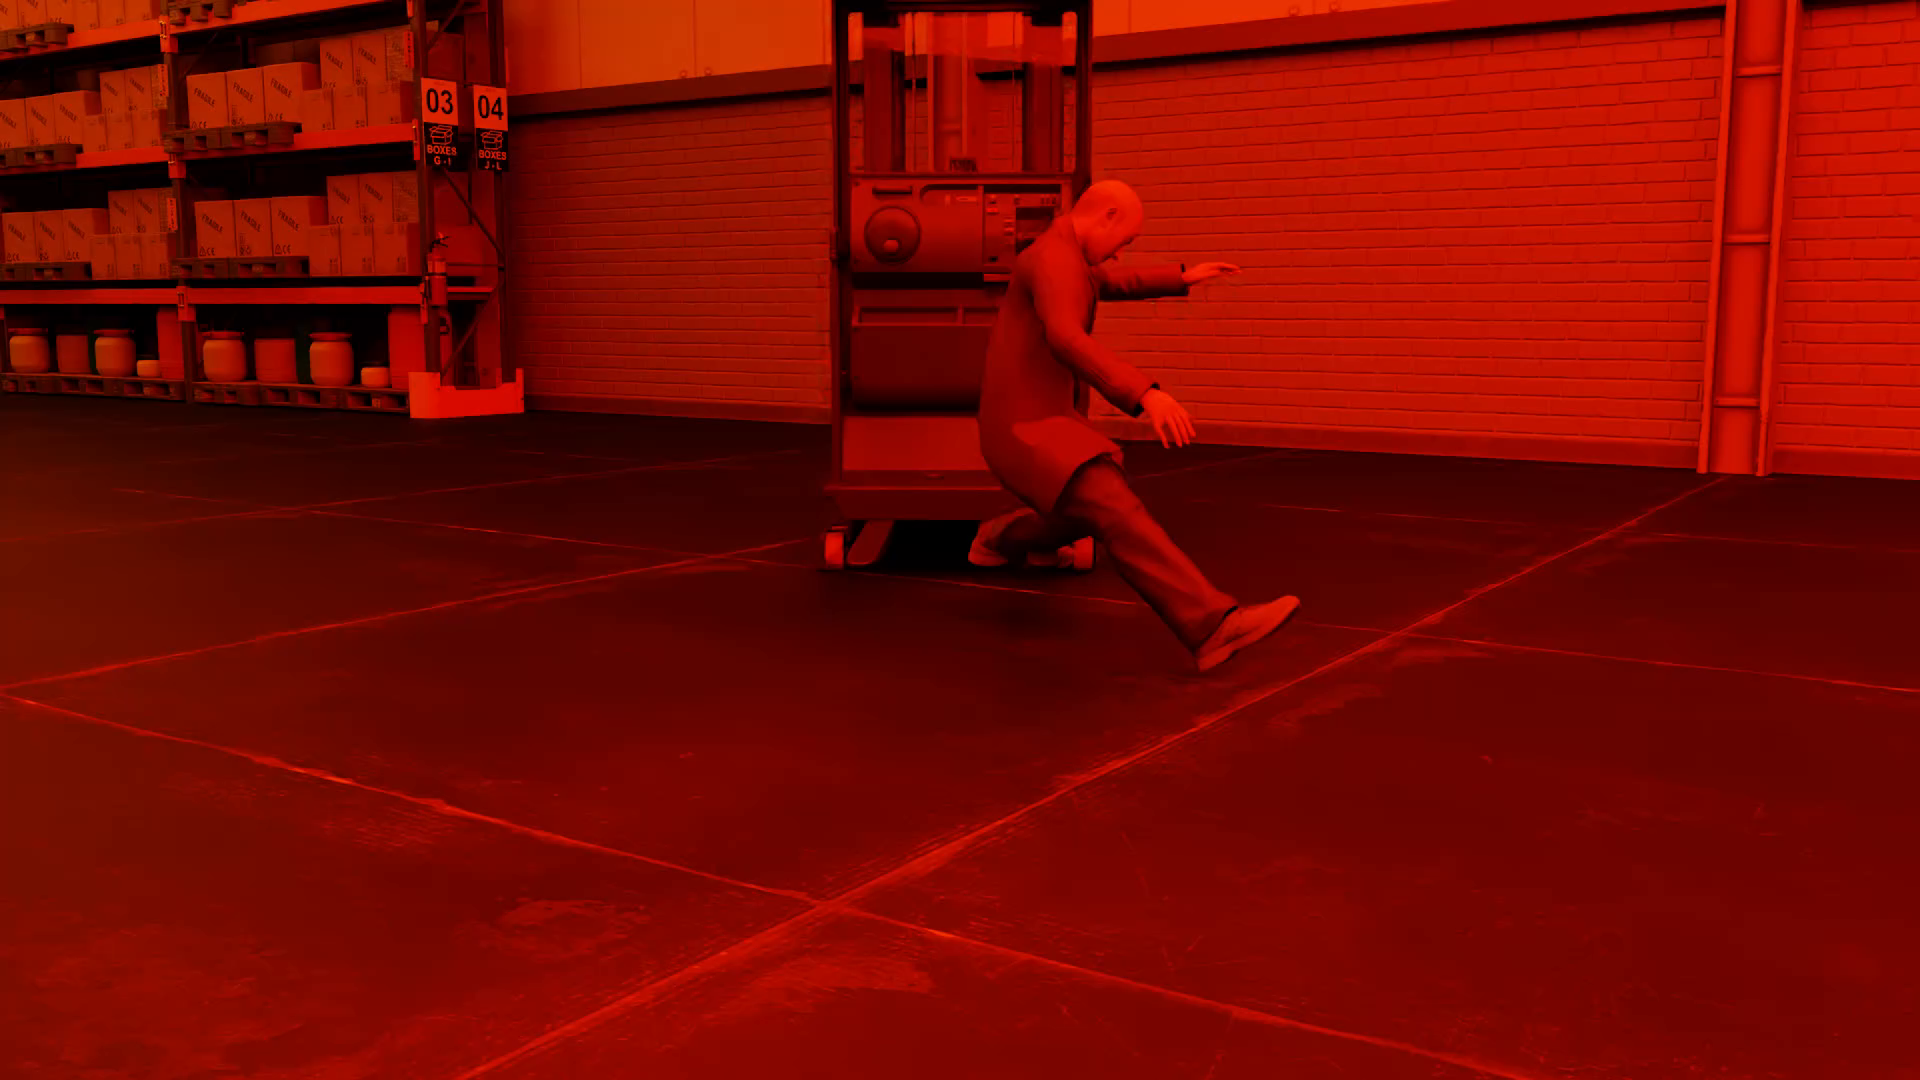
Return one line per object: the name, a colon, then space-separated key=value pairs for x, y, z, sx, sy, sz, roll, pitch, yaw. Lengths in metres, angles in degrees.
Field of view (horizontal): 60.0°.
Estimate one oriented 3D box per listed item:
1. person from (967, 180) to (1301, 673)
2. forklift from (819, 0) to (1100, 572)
person: x=0.494 y=-0.388 z=5.148 sx=1.150 sy=1.428 sz=1.091 roll=2 pitch=8 yaw=13
forklift: x=0.003 y=-1.364 z=6.784 sx=1.130 sy=2.935 sz=3.031 roll=0 pitch=8 yaw=1
